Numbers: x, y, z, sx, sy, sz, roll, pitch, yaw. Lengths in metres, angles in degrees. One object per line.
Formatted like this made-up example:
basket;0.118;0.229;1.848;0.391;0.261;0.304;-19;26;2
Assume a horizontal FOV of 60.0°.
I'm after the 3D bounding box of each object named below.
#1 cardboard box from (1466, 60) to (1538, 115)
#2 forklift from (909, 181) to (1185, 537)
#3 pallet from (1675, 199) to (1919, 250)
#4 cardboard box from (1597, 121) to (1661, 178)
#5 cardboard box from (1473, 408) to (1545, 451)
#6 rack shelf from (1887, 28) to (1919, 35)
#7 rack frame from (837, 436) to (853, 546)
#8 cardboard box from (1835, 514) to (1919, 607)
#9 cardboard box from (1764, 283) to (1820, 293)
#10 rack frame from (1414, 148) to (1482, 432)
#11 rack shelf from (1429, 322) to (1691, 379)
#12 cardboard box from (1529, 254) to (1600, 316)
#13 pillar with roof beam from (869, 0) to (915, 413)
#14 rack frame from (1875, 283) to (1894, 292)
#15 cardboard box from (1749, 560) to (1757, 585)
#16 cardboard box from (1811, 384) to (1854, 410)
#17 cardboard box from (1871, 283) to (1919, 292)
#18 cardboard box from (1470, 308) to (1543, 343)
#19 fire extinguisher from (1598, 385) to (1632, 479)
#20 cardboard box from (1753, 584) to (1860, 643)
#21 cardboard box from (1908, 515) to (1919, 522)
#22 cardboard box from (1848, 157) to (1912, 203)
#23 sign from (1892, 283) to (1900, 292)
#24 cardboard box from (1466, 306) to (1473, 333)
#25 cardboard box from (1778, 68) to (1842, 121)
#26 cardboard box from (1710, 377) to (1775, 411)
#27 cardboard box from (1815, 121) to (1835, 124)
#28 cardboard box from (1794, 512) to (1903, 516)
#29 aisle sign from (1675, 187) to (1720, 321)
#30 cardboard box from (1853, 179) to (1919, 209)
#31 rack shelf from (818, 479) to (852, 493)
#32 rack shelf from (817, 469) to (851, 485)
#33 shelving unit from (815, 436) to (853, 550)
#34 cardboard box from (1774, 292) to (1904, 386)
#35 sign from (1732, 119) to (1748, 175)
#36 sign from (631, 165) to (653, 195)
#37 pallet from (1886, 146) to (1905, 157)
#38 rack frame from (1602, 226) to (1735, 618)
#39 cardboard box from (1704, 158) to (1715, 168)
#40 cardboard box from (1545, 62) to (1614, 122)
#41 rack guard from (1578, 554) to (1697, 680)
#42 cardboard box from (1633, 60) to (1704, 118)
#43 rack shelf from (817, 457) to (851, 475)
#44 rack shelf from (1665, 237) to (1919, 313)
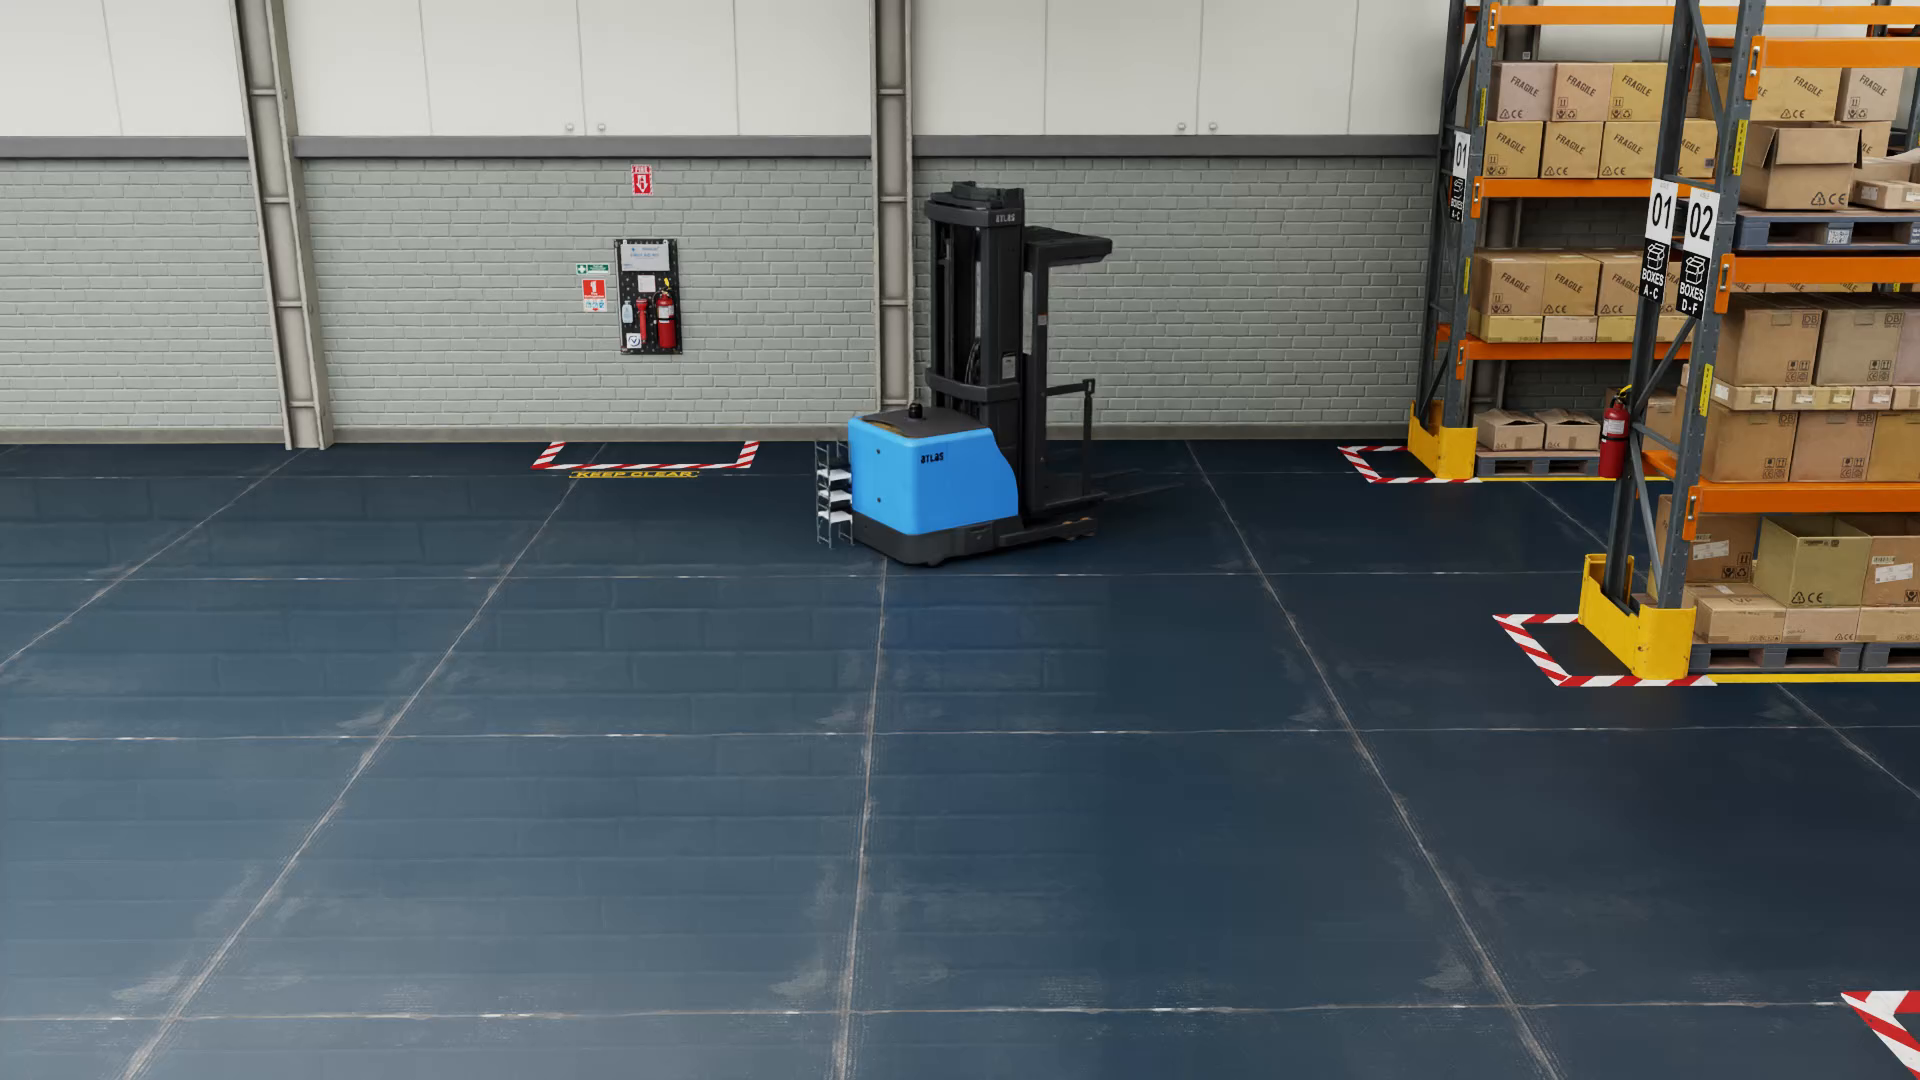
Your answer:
cardboard box;5.078;-4.228;15.573;0.500;0.500;0.500;1;18;2
forklift;0.576;-1.509;13.953;3.031;2.935;1.110;-11;21;-32
pallet;5.440;-2.053;10.772;1.213;0.211;1.003;0;18;-1
cardboard box;6.046;-3.591;15.223;0.500;0.500;0.500;1;18;2
cardboard box;6.108;2.644;4.594;2.161;0.321;24.904;-2;18;-7
rack shelf;10.650;-4.664;15.251;3.809;0.052;0.919;0;18;-1
rack frame;-0.958;-0.406;13.840;0.006;0.900;0.240;-11;21;-30
cardboard box;6.272;0.137;11.298;0.500;0.500;0.500;0;18;-1
cardboard box;7.684;-2.398;15.598;0.500;0.500;0.500;0;18;-1
rack frame;4.651;-2.185;15.947;0.127;3.000;1.000;0;18;-1
rack shelf;6.651;-1.852;16.087;4.000;0.370;1.077;0;18;-1
cardboard box;5.628;-2.390;15.571;0.500;0.500;0.500;0;18;-1
pillar with roof beam;-0.594;-3.965;11.676;0.400;9.000;9.100;0;18;-1
rack frame;8.651;-2.204;16.007;0.127;3.000;1.000;0;18;-1
cardboard box;11.508;-0.237;11.498;11.980;1.590;1.086;0;18;-1
cardboard box;5.642;-0.967;10.926;0.250;0.149;0.380;0;18;-1
cardboard box;9.160;-2.453;15.900;0.500;0.500;0.700;0;18;-1
cardboard box;5.144;-2.028;15.672;0.500;0.250;0.500;-1;18;-2
fire extinguisher;4.608;-0.776;11.683;0.183;0.674;0.296;0;18;-1
cardboard box;5.773;0.499;11.394;0.500;0.250;0.500;0;18;-1
cardboard box;6.773;0.139;11.289;0.500;0.500;0.500;0;18;-1
cardboard box;5.880;-2.381;10.978;0.500;0.250;0.500;0;18;-1
sign;10.668;-3.924;14.919;4.007;3.399;0.100;0;18;-1
cardboard box;5.115;-2.184;16.159;0.500;0.250;0.500;0;18;0
cardboard box;7.603;-4.074;15.094;0.500;0.500;0.500;1;18;2
cardboard box;5.129;-0.964;10.917;0.250;0.149;0.380;0;18;-1
cardboard box;7.644;-3.613;15.292;0.500;0.500;0.500;-2;18;-6
cardboard box;6.264;-0.022;11.793;0.500;0.500;0.500;0;18;-1
aisle sign;4.672;-1.816;10.541;0.004;0.787;0.394;0;18;-1
cardboard box;5.912;-2.199;10.575;0.250;0.149;0.380;0;18;-1
rack shelf;-1.045;-0.444;13.773;0.200;0.077;0.258;-11;21;-30
rack shelf;-1.045;-0.530;13.745;0.200;0.077;0.258;-11;21;-30
shelving unit;-1.045;-0.390;13.790;0.210;0.900;0.258;-11;21;-30
cardboard box;5.779;-1.340;11.026;0.500;0.500;0.700;-1;18;-2
sign;4.736;-2.384;10.099;0.005;0.325;0.100;0;18;-1
sign;-3.143;-3.557;16.431;0.199;0.298;0.001;0;18;-1
pallet;9.270;-3.513;15.486;1.003;0.211;1.213;0;18;-1
rack frame;4.733;-0.672;11.231;0.127;3.000;1.000;0;18;-1
cardboard box;8.830;0.544;3.957;7.348;1.528;15.728;0;18;-1
cardboard box;5.542;-4.061;15.052;0.500;0.500;0.500;0;18;-1
rack guard;4.709;0.519;11.612;0.348;0.500;1.175;0;18;-1
cardboard box;6.620;-4.230;15.579;0.500;0.500;0.500;0;18;-1
rack shelf;-1.045;-0.615;13.718;0.200;0.077;0.258;-11;21;-30
rack shelf;6.733;-1.767;10.913;4.000;0.370;1.077;0;18;-1
